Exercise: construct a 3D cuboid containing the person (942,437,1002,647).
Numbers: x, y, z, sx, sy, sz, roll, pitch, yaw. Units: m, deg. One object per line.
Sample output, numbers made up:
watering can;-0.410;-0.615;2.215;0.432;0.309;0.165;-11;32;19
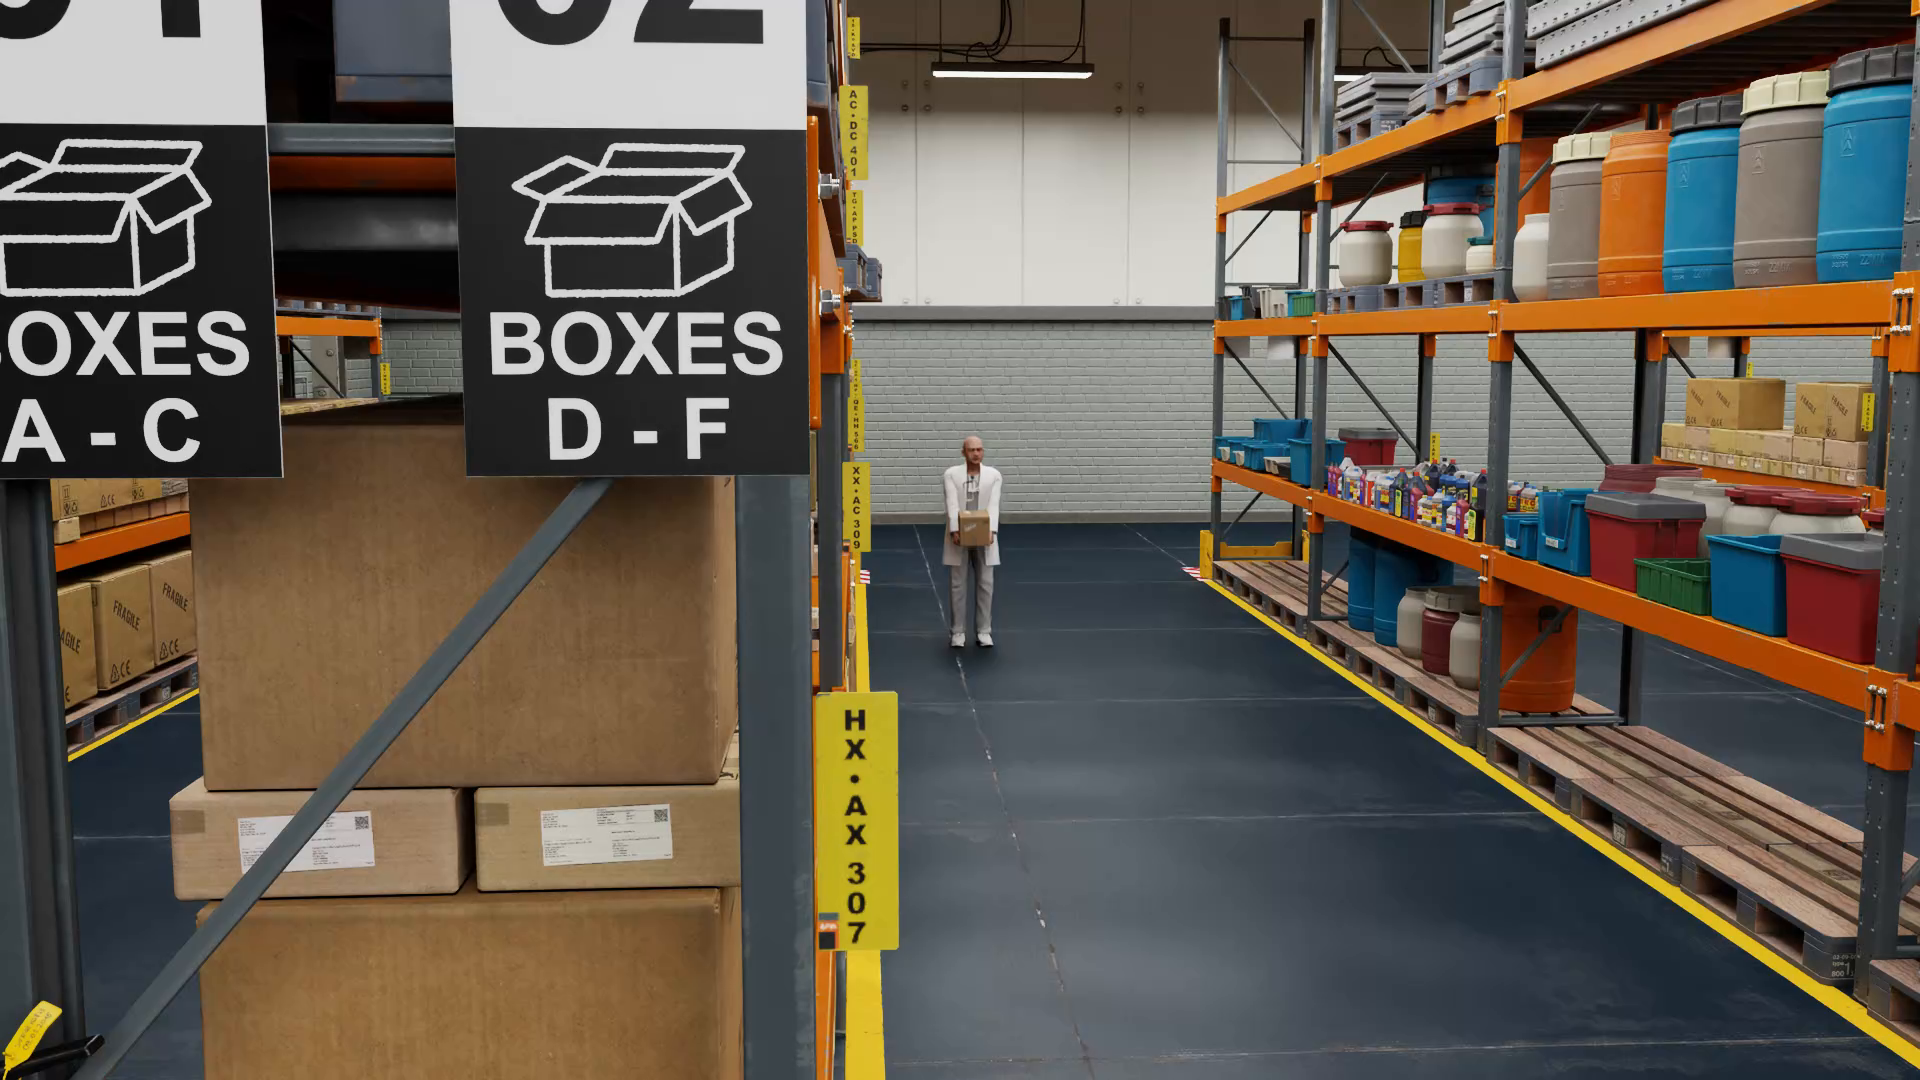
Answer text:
person;0.108;0.018;14.165;0.523;1.780;0.558;-1;7;-5
